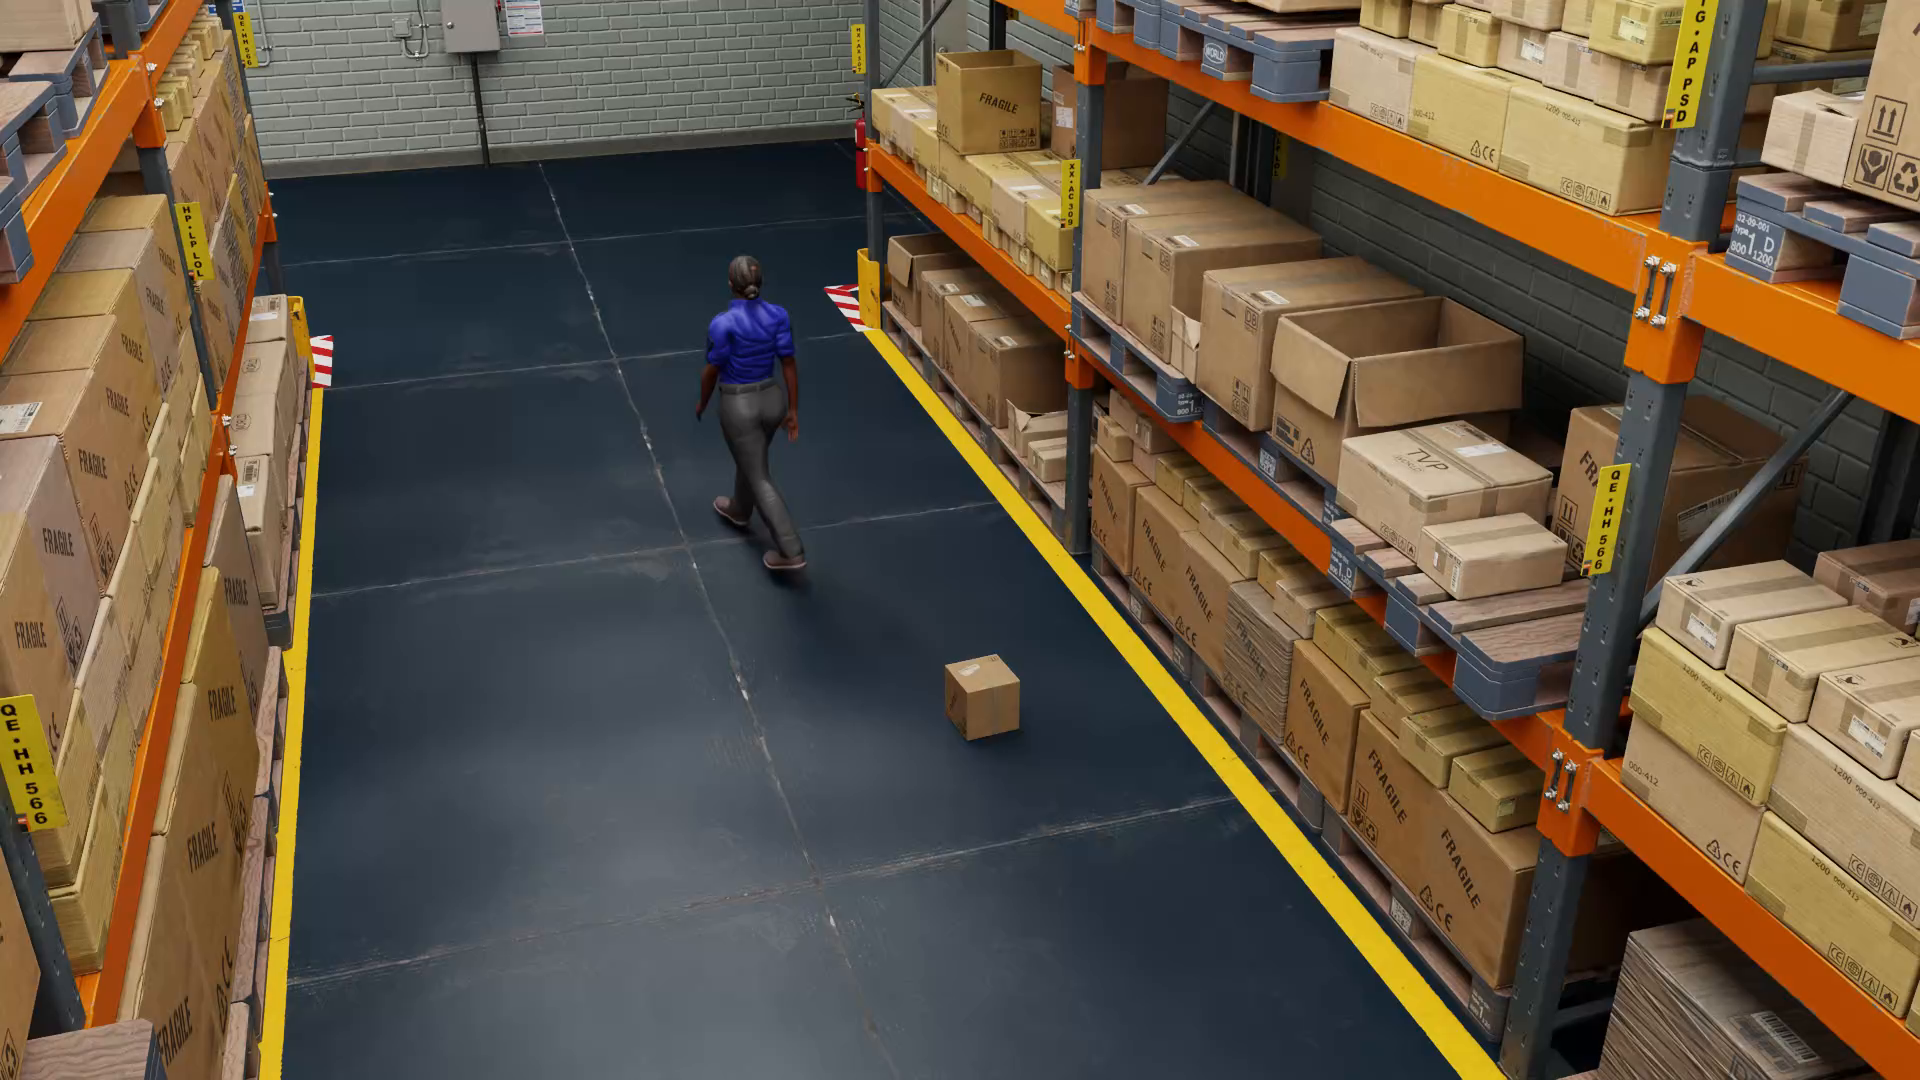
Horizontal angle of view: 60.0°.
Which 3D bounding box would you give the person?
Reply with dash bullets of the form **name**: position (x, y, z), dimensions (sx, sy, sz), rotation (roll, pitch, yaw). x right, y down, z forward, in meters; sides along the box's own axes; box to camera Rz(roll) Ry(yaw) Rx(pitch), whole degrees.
- **person**: position (-1.087, -0.687, 8.485), dimensions (0.451, 1.594, 1.029), rotation (-20, 33, -35)
